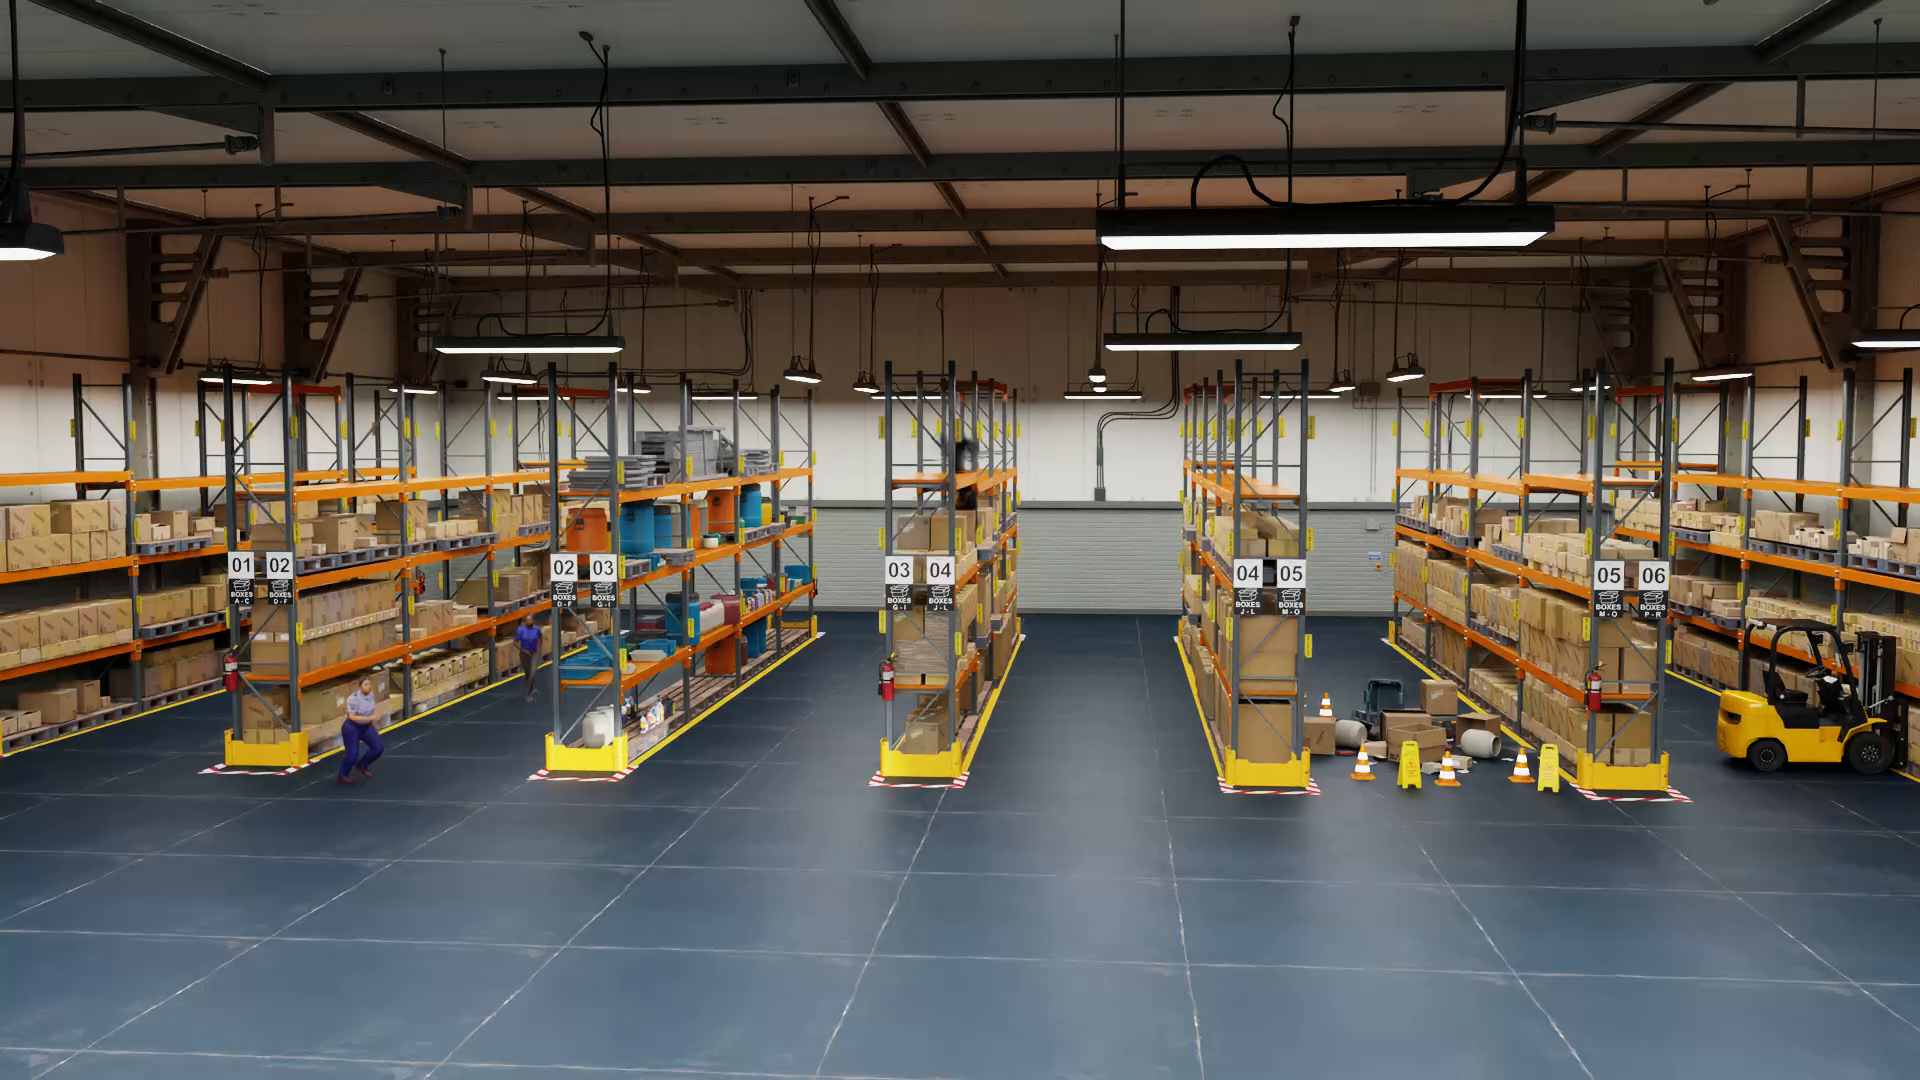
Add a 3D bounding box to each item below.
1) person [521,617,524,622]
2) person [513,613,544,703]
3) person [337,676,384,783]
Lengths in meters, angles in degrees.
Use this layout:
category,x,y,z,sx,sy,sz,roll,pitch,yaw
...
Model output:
category,x,y,z,sx,sy,sz,roll,pitch,yaw
person,-11.151,1.332,42.679,0.740,1.722,0.653,2,4,22
person,-8.026,2.159,30.940,0.558,1.641,0.789,-1,4,-17
person,-8.479,2.681,23.556,0.841,1.543,0.614,2,4,28
